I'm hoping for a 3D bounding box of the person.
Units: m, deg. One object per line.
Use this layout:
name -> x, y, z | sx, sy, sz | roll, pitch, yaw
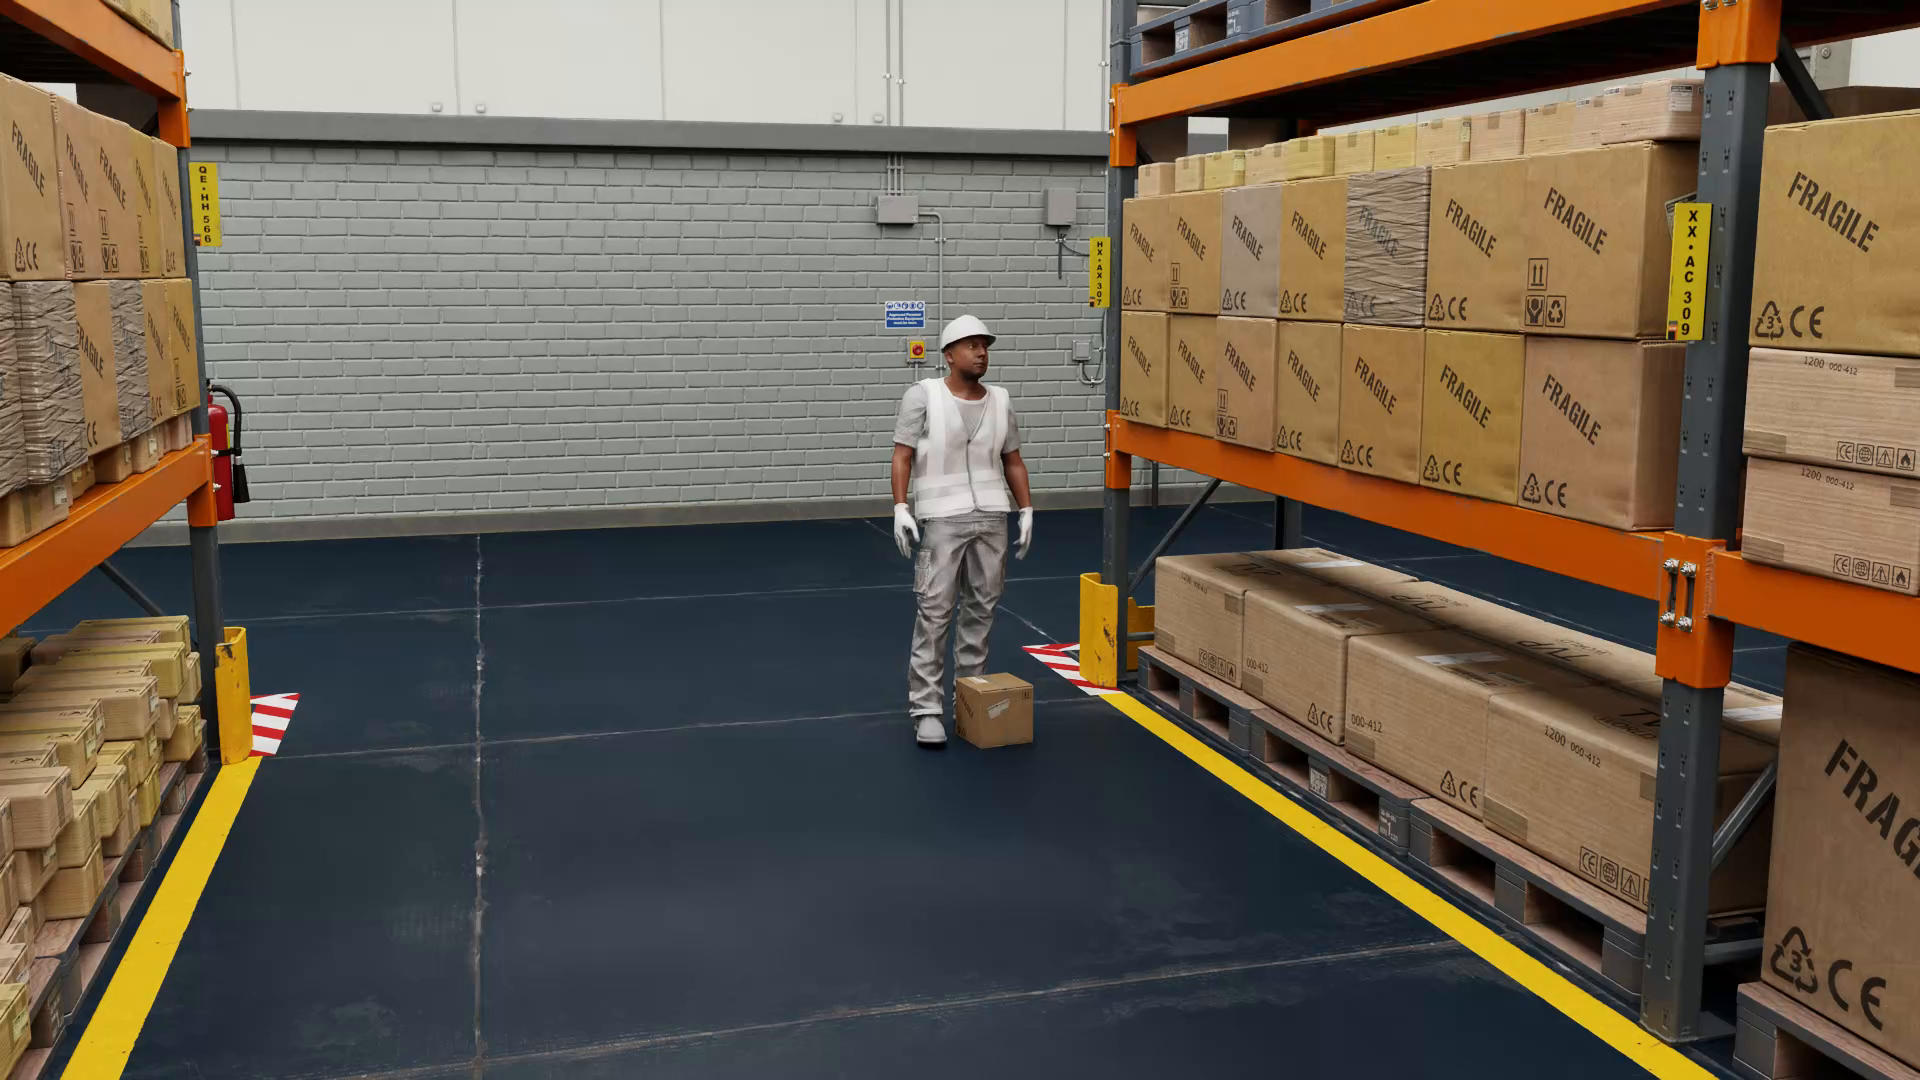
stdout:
person -> 0.038, -0.064, 7.151 | 0.656, 1.785, 0.574 | -4, 10, -23
